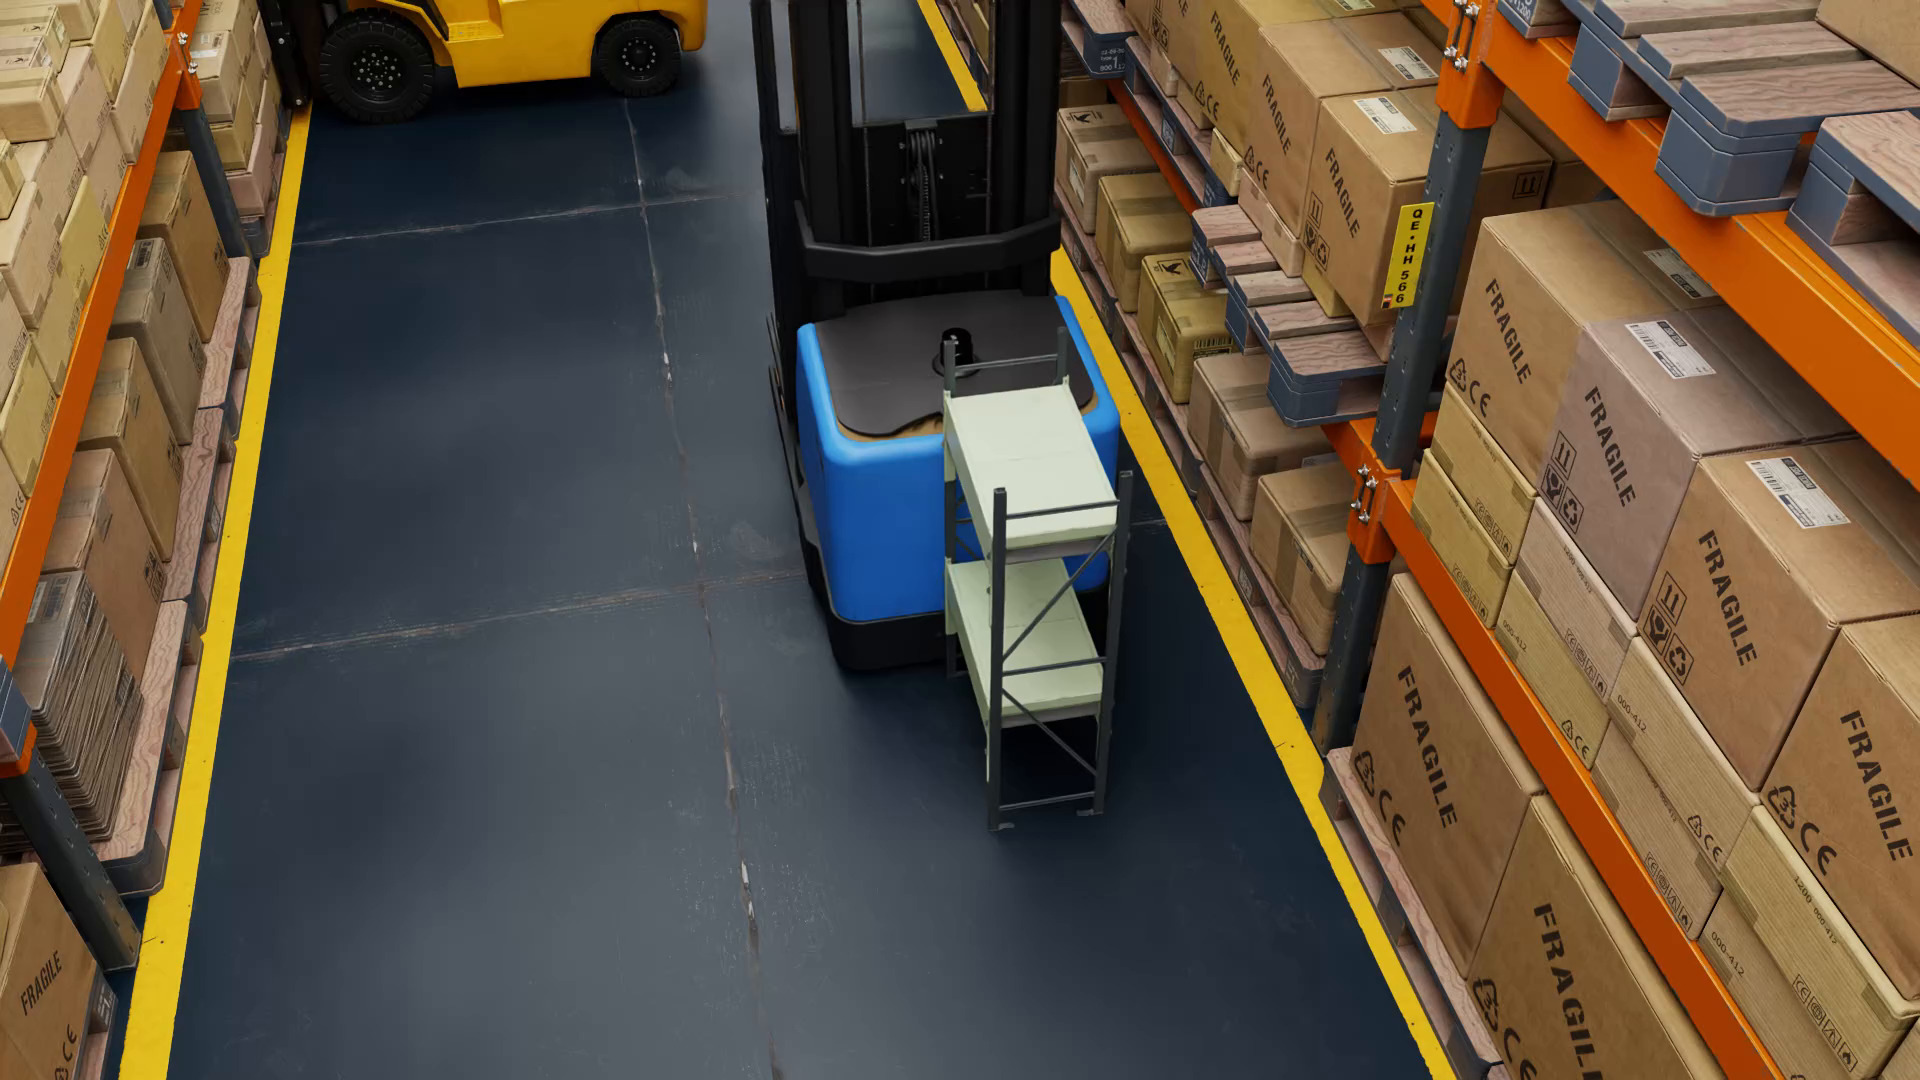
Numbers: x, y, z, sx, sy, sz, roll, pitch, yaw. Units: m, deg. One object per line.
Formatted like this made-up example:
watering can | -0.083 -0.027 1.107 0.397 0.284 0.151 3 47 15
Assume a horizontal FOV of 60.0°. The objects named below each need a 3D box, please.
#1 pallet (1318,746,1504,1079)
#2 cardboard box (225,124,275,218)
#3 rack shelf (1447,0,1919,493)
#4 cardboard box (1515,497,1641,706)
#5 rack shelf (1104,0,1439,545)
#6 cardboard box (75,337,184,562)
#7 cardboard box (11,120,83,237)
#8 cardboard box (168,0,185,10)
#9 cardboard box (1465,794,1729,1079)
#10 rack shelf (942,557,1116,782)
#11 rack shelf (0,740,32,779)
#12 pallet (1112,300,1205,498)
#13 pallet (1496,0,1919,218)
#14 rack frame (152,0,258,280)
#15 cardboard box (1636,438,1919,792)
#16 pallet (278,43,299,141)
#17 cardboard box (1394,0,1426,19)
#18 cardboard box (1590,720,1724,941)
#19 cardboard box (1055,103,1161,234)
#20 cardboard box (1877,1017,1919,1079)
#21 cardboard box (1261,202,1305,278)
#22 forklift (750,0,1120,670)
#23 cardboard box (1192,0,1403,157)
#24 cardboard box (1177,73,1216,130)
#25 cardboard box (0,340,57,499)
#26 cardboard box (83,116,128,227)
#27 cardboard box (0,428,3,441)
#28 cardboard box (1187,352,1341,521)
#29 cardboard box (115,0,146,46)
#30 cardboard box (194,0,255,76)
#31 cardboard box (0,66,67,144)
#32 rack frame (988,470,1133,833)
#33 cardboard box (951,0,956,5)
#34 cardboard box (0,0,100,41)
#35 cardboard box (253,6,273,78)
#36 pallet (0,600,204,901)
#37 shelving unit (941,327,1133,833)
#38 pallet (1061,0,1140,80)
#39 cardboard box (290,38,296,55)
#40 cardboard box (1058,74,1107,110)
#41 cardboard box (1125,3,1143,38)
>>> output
pallet | 1.852 1.109 5.341 1.003 0.211 1.213 -8 42 -9
cardboard box | -3.735 -1.824 8.301 0.500 0.250 0.500 -8 42 -9
rack shelf | 2.187 -0.012 2.786 1.077 0.370 4.000 -8 42 -9
cardboard box | 1.734 0.113 4.100 0.500 0.250 0.500 -7 42 -8
rack shelf | 1.323 -1.483 6.703 1.077 0.370 4.000 -8 42 -9
cardboard box | -3.506 -0.276 6.274 0.875 0.625 0.625 -10 43 -11
cardboard box | -3.285 -1.189 5.567 0.500 0.250 0.500 -8 42 -9
cardboard box | -3.795 -2.697 7.453 0.500 0.500 0.500 -9 42 -10
cardboard box | 2.012 1.221 4.400 0.875 0.875 0.875 -8 42 -9
rack shelf | 0.219 0.402 5.658 0.431 0.370 0.720 -8 42 -9
rack shelf | -2.659 1.824 2.978 1.077 0.370 4.000 -8 42 -9
pallet | 1.328 -0.709 7.389 1.003 0.211 1.213 -8 42 -9
pallet | 1.946 -1.097 3.609 1.213 0.211 1.003 -7 42 -7
rack frame | -3.954 -2.335 7.120 1.000 3.000 0.127 -8 42 -9
cardboard box | 1.836 0.146 3.498 0.500 0.500 0.500 -7 42 -8
pallet | -4.352 -2.606 9.526 1.003 0.211 1.213 -8 42 -9
cardboard box | 1.643 -1.766 5.864 0.500 0.500 0.500 -8 42 -9
cardboard box | 1.851 0.625 3.899 0.500 0.250 0.500 -7 42 -8
cardboard box | 1.007 -1.883 8.275 0.950 0.372 0.625 -8 42 -9
cardboard box | 2.053 1.098 2.990 0.500 0.250 0.500 -7 42 -8
cardboard box | 1.228 -1.018 5.510 0.380 0.149 0.250 -9 42 -10
forklift | -0.234 -1.605 6.350 1.130 2.935 3.031 -8 42 -9
cardboard box | 1.153 -1.676 5.763 0.500 0.500 0.500 -11 43 -12
cardboard box | 1.043 -1.690 6.268 0.380 0.149 0.250 -10 42 -11
cardboard box | -3.052 -0.335 4.981 0.500 0.250 0.500 -9 42 -10
cardboard box | -3.399 -1.338 6.111 0.500 0.250 0.500 -8 42 -9
cardboard box | -2.924 -0.199 4.451 0.500 0.250 0.500 -8 42 -9
cardboard box | 1.476 -0.475 6.688 0.950 0.372 0.625 -9 42 -10
cardboard box | -3.599 -2.184 6.687 0.500 0.250 0.500 -9 42 -10
cardboard box | -3.853 -2.529 8.341 0.500 0.250 0.500 -8 42 -9
cardboard box | -3.226 -1.440 5.549 0.380 0.149 0.250 -9 42 -10
rack frame | 0.292 0.397 5.173 0.400 1.500 0.023 -8 42 -9
cardboard box | 0.165 -3.523 10.215 0.500 0.250 0.500 -6 42 -6
cardboard box | -3.403 -1.943 6.115 0.380 0.149 0.250 -10 42 -11
cardboard box | -3.965 -2.662 8.867 0.500 0.250 0.500 -9 42 -10
pallet | -3.230 0.762 5.733 1.003 0.211 1.213 -8 42 -9
shelving unit | 0.219 0.158 5.442 0.431 1.500 0.755 -8 42 -9
pallet | 0.915 -2.460 7.407 1.003 0.211 1.213 -8 42 -9
cardboard box | -4.076 -2.814 9.416 0.500 0.250 0.500 -7 42 -8
cardboard box | 0.502 -2.522 9.086 0.500 0.250 0.500 -7 42 -7
cardboard box | 0.898 -2.199 6.841 0.380 0.149 0.250 -8 42 -9
